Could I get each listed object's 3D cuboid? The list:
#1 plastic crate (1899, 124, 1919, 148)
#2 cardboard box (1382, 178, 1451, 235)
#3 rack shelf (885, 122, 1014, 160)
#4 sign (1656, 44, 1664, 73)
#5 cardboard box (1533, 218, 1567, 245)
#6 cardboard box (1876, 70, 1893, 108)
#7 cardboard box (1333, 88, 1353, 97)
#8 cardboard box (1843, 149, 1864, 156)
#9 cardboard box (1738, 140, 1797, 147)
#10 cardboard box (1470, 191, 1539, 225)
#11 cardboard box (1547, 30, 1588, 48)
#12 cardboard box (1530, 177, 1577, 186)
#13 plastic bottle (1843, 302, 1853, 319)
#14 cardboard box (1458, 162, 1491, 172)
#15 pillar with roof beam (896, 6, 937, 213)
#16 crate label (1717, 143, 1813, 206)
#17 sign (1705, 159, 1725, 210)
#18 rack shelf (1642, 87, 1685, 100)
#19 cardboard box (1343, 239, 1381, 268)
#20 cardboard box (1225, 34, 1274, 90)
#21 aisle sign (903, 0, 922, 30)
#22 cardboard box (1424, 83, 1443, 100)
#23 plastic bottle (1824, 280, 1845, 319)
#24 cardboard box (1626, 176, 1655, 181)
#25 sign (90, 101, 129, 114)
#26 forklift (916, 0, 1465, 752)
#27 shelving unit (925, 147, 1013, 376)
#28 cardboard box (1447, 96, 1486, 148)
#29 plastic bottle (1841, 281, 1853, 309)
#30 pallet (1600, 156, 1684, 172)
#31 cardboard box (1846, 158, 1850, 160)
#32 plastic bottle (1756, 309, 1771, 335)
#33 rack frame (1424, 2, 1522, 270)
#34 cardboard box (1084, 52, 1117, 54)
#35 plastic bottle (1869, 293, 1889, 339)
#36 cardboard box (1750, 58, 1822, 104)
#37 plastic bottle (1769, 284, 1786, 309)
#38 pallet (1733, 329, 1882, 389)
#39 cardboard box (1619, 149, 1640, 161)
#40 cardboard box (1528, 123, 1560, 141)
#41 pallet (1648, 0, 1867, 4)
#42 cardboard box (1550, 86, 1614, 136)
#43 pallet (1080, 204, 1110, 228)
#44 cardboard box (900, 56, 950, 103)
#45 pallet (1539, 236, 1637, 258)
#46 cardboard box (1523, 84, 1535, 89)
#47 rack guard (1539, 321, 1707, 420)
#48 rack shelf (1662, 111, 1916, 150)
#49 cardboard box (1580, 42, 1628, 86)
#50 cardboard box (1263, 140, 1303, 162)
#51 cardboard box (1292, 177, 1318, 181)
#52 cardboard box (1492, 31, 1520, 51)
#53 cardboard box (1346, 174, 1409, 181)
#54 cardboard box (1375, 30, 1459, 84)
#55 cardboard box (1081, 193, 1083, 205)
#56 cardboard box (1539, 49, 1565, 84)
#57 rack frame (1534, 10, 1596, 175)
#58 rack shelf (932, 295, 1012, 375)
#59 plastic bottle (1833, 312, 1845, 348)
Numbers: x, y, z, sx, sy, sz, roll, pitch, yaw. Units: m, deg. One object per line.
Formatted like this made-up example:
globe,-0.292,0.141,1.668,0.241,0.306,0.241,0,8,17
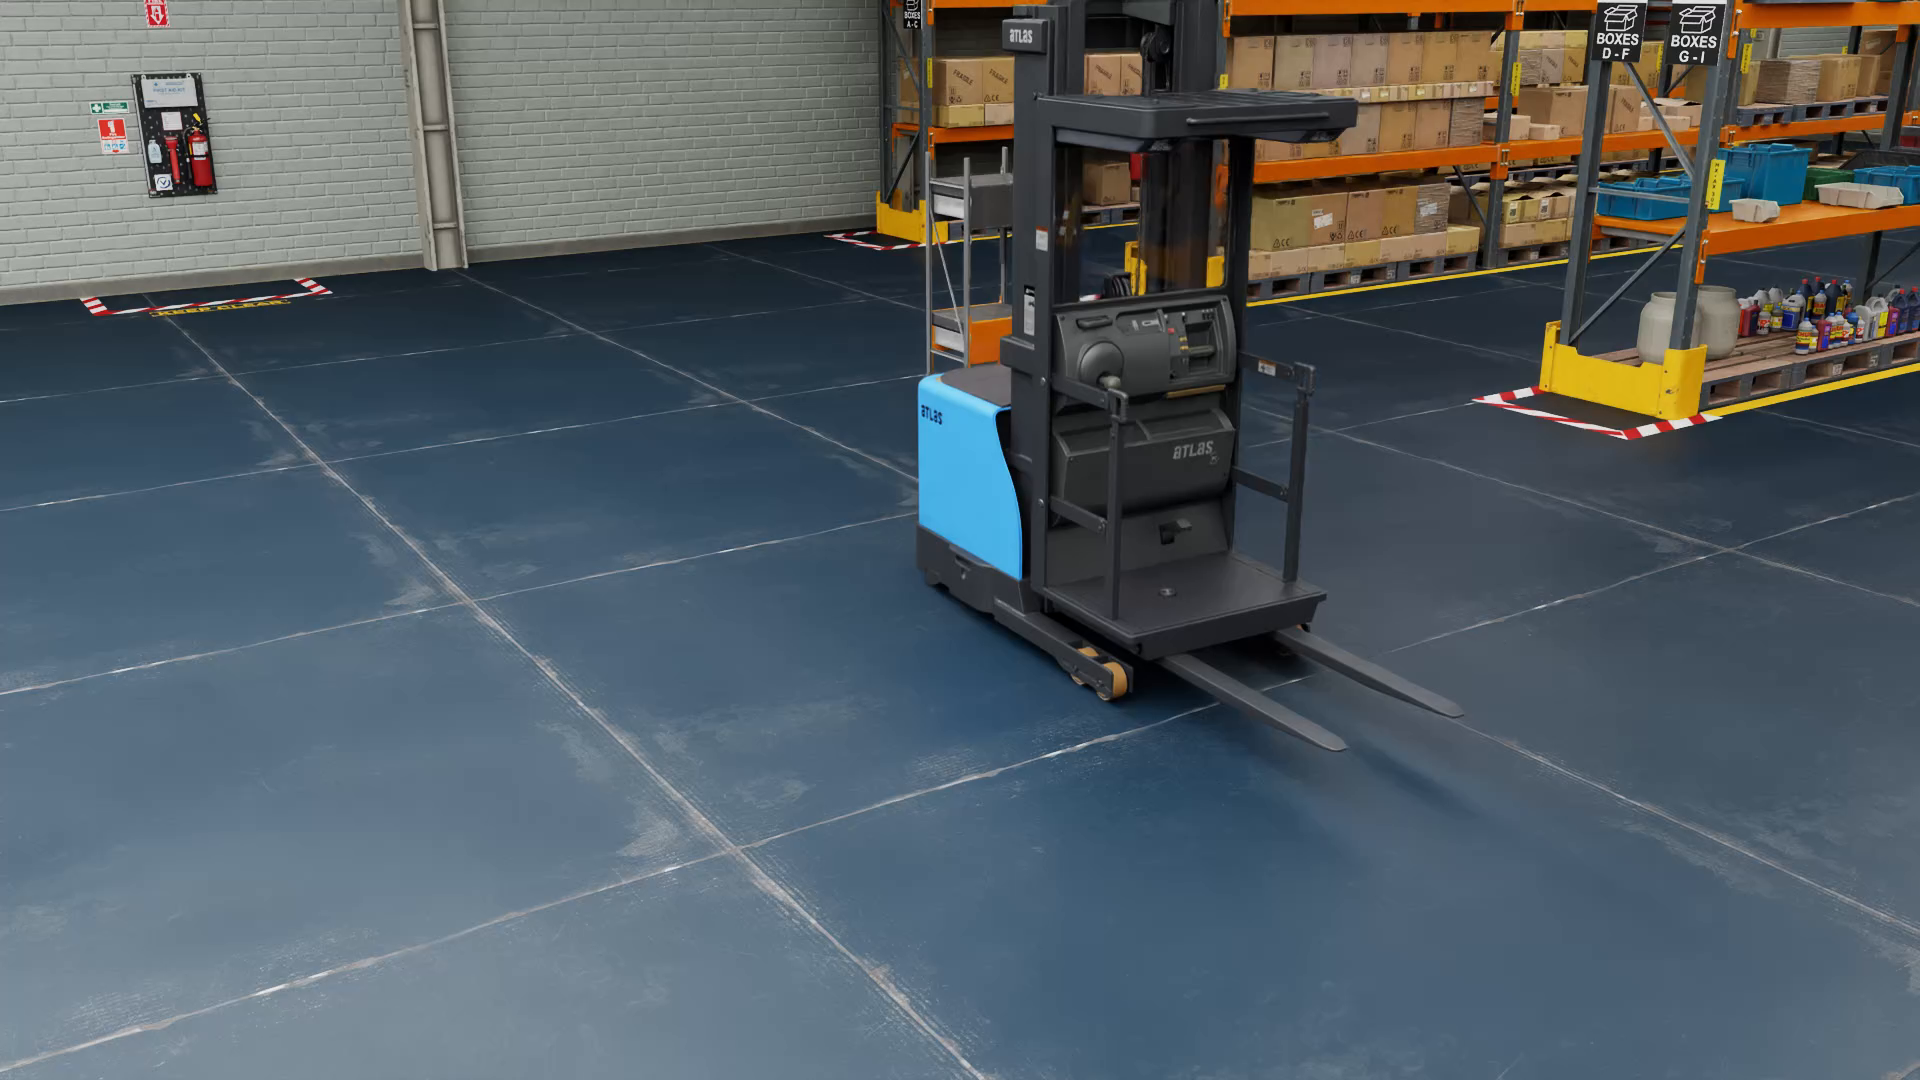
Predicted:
plastic crate,8.379,-3.321,14.286,0.583,0.464,0.402,-12,22,-31
cardboard box,4.731,-3.476,17.310,0.500,0.500,0.500,-12,22,-31
rack shelf,1.024,-5.081,20.713,4.000,0.370,1.077,-12,22,-31
sign,8.456,-5.809,20.058,0.005,0.325,0.100,-12,22,-31
cardboard box,6.323,-3.440,18.375,0.500,0.250,0.500,-11,22,-30
cardboard box,12.380,-6.063,22.338,0.500,0.500,0.500,-11,22,-31
cardboard box,3.602,-4.338,16.225,0.250,0.149,0.380,-12,22,-32
cardboard box,12.423,-5.059,22.742,0.500,0.500,0.500,-12,22,-31
cardboard box,10.311,-4.953,21.258,0.500,0.250,0.500,-12,22,-32
cardboard box,5.904,-3.618,18.024,0.500,0.311,0.500,-12,22,-31
cardboard box,9.126,-7.585,25.175,0.500,0.250,0.500,-11,22,-30
cardboard box,6.873,-4.028,19.237,0.500,0.311,0.500,-12,22,-32
plastic bottle,7.137,-1.765,13.337,0.133,0.283,0.061,-12,22,-31
cardboard box,7.456,-5.906,24.732,0.750,0.750,0.750,-12,22,-32
pillar with roof beam,1.830,-7.114,16.238,0.400,9.000,9.100,-12,22,-31
crate label,6.191,-2.833,12.885,0.616,0.435,0.502,-12,22,-31
sign,5.101,-2.403,11.236,0.005,0.325,0.100,-12,22,-31
rack shelf,11.046,-7.194,26.965,4.000,0.370,1.077,-12,22,-31
cardboard box,3.905,-2.940,16.895,0.500,0.250,0.500,-12,22,-31
cardboard box,2.522,-4.495,15.675,0.500,0.500,0.700,-12,22,-31
aisle sign,-0.542,-6.208,18.865,0.004,0.787,0.394,-12,22,-31
cardboard box,4.669,-4.563,16.888,0.250,0.149,0.380,-12,22,-32
plastic bottle,7.320,-2.008,13.949,0.185,0.351,0.144,-12,22,-31
cardboard box,8.030,-4.065,19.346,0.500,0.311,0.500,-12,22,-32
sign,-8.143,-4.139,15.920,0.331,0.109,0.001,-12,22,-31
forklift,0.943,-0.861,7.216,1.130,2.935,3.031,-10,21,-28
shelving unit,0.138,-1.024,8.995,0.503,2.100,0.431,-12,22,-31
cardboard box,5.055,-4.417,17.470,0.500,0.500,0.700,-13,22,-33
plastic bottle,7.636,-2.101,14.349,0.097,0.271,0.097,0,19,0
pallet,11.074,-6.191,27.228,1.213,0.211,1.003,-12,22,-31
cardboard box,11.849,-4.719,21.737,0.500,0.500,0.500,-12,22,-32
plastic bottle,6.521,-1.774,13.492,0.097,0.201,0.097,0,19,0
rack frame,5.422,-4.449,17.722,0.127,3.000,1.000,-12,22,-31
cardboard box,1.753,-5.950,21.194,0.500,0.500,0.500,-12,22,-32
plastic bottle,7.334,-1.796,13.323,0.185,0.351,0.144,-12,22,-32
cardboard box,10.095,-5.651,20.466,0.500,0.500,0.700,-8,20,-21
plastic bottle,6.728,-1.938,13.743,0.185,0.351,0.144,-12,22,-32
pallet,6.539,-1.480,13.292,1.213,0.211,1.003,-12,22,-31
cardboard box,10.478,-6.390,26.709,0.500,0.500,0.700,-12,22,-32
cardboard box,6.274,-4.432,18.063,0.250,0.149,0.380,-12,22,-31
pallet,5.547,-3.870,11.621,1.213,0.211,1.003,-12,22,-31
cardboard box,6.931,-4.809,18.629,0.500,0.500,0.500,-12,22,-31
pallet,1.133,-4.109,21.069,1.213,0.211,1.003,-12,22,-31
cardboard box,-0.370,-5.503,19.870,0.500,0.500,0.500,-12,22,-32
pallet,7.036,-3.485,19.223,1.213,0.211,1.003,-12,22,-31
cardboard box,8.381,-6.766,24.936,0.250,0.149,0.380,-12,22,-31
rack guard,4.840,-1.261,12.195,0.348,0.500,1.175,-12,22,-31
rack shelf,10.433,-5.166,20.964,4.000,0.370,1.077,-12,22,-31
cardboard box,9.838,-7.416,26.030,0.700,0.700,0.980,-12,22,-31
cardboard box,2.914,-3.965,16.133,0.500,0.500,0.700,-11,22,-30
cardboard box,4.569,-5.207,23.180,0.500,0.500,0.700,-12,22,-32
cardboard box,7.843,-7.318,24.385,0.500,0.250,0.500,-12,22,-33
cardboard box,4.449,-3.613,17.715,0.500,0.500,0.500,-12,22,-31
cardboard box,4.633,-4.942,16.998,0.500,0.500,0.700,-12,22,-32
cardboard box,1.347,-4.355,21.208,0.250,0.149,0.380,-14,23,-36
cardboard box,8.708,-7.139,25.027,0.500,0.500,0.500,-12,22,-31
rack frame,9.376,-7.183,25.808,0.127,3.000,1.000,-12,22,-31
rack shelf,0.138,-1.011,8.999,0.480,0.518,0.431,-12,22,-31
plastic bottle,6.858,-1.649,13.013,0.097,0.271,0.097,0,19,0
